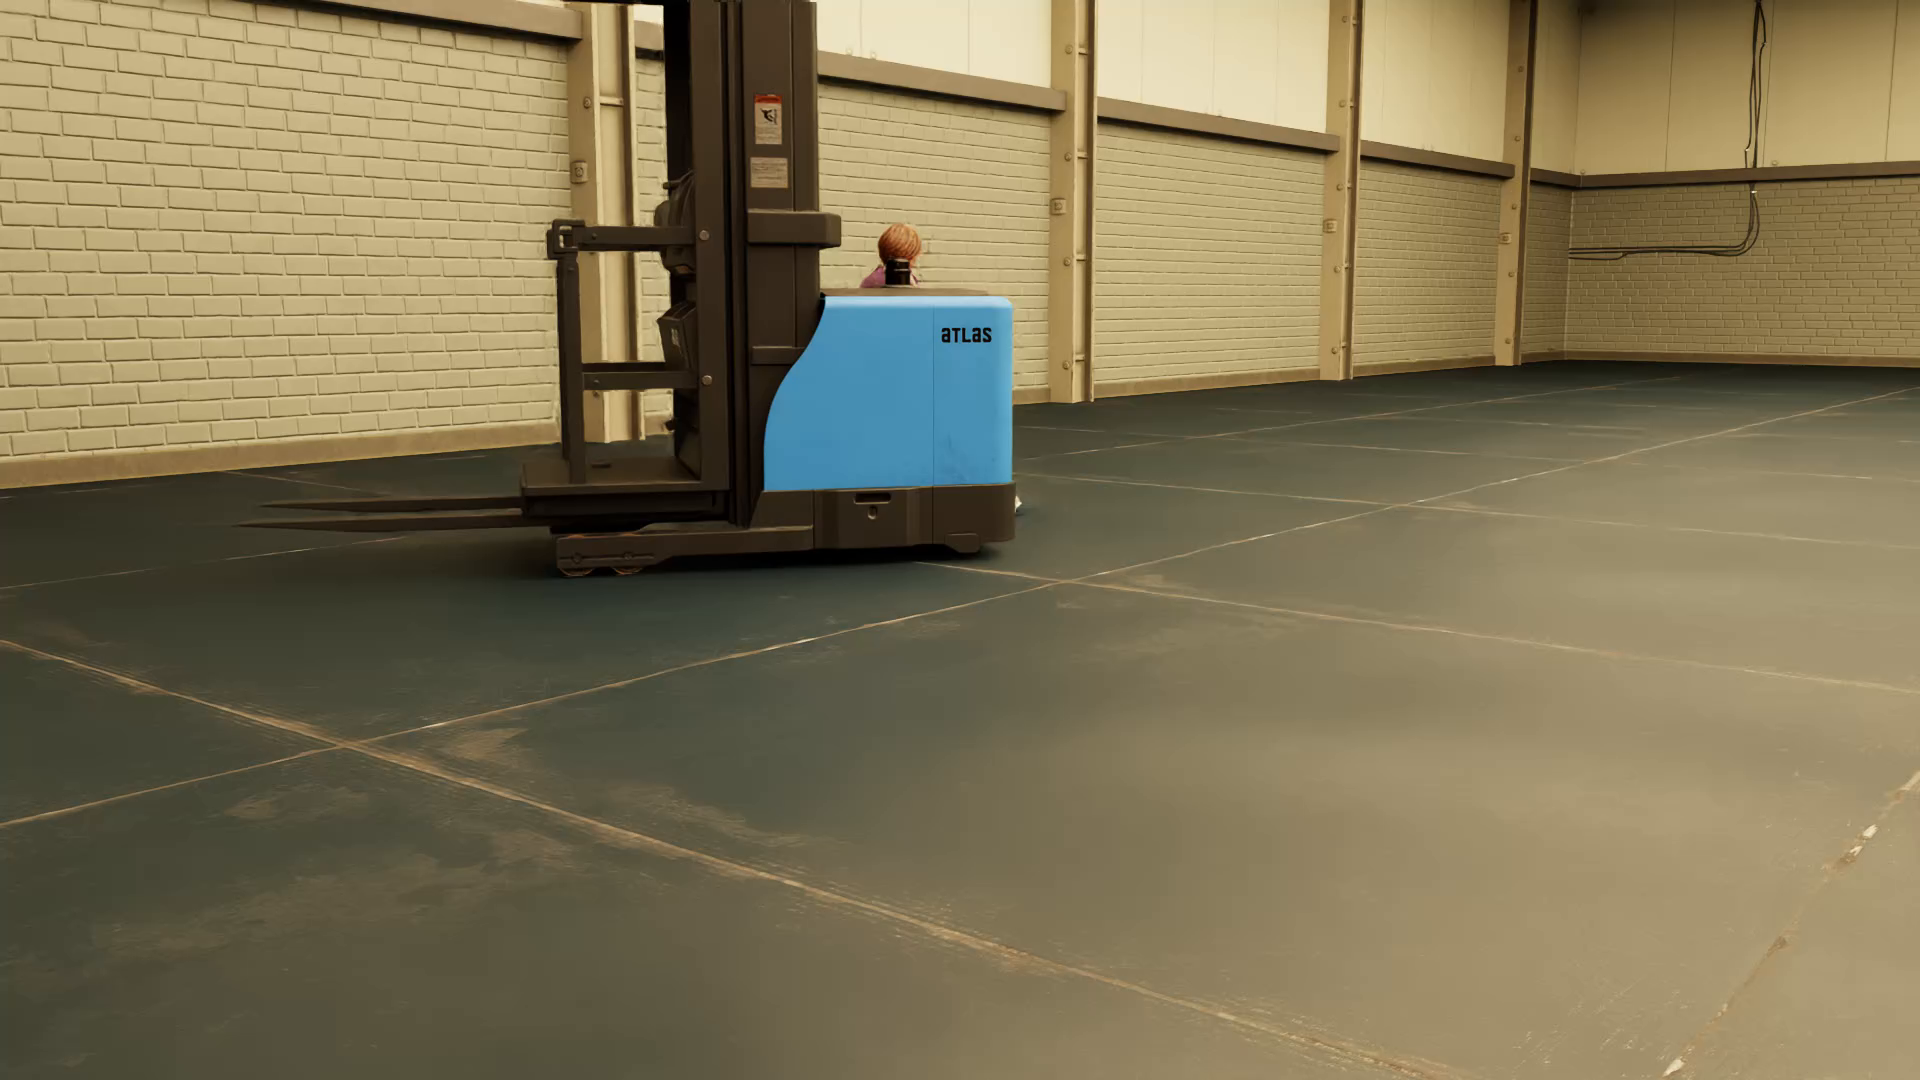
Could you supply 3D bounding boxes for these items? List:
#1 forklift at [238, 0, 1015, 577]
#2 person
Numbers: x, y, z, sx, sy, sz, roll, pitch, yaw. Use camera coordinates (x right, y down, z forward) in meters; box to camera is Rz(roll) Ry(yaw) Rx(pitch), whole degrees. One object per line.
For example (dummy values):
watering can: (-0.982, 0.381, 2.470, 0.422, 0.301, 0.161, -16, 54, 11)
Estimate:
forklift: (-1.345, -1.391, 6.788, 3.031, 2.935, 1.130, -2, 9, -15)
person: (-0.258, -0.816, 8.241, 0.825, 1.481, 0.872, -6, 10, -35)
